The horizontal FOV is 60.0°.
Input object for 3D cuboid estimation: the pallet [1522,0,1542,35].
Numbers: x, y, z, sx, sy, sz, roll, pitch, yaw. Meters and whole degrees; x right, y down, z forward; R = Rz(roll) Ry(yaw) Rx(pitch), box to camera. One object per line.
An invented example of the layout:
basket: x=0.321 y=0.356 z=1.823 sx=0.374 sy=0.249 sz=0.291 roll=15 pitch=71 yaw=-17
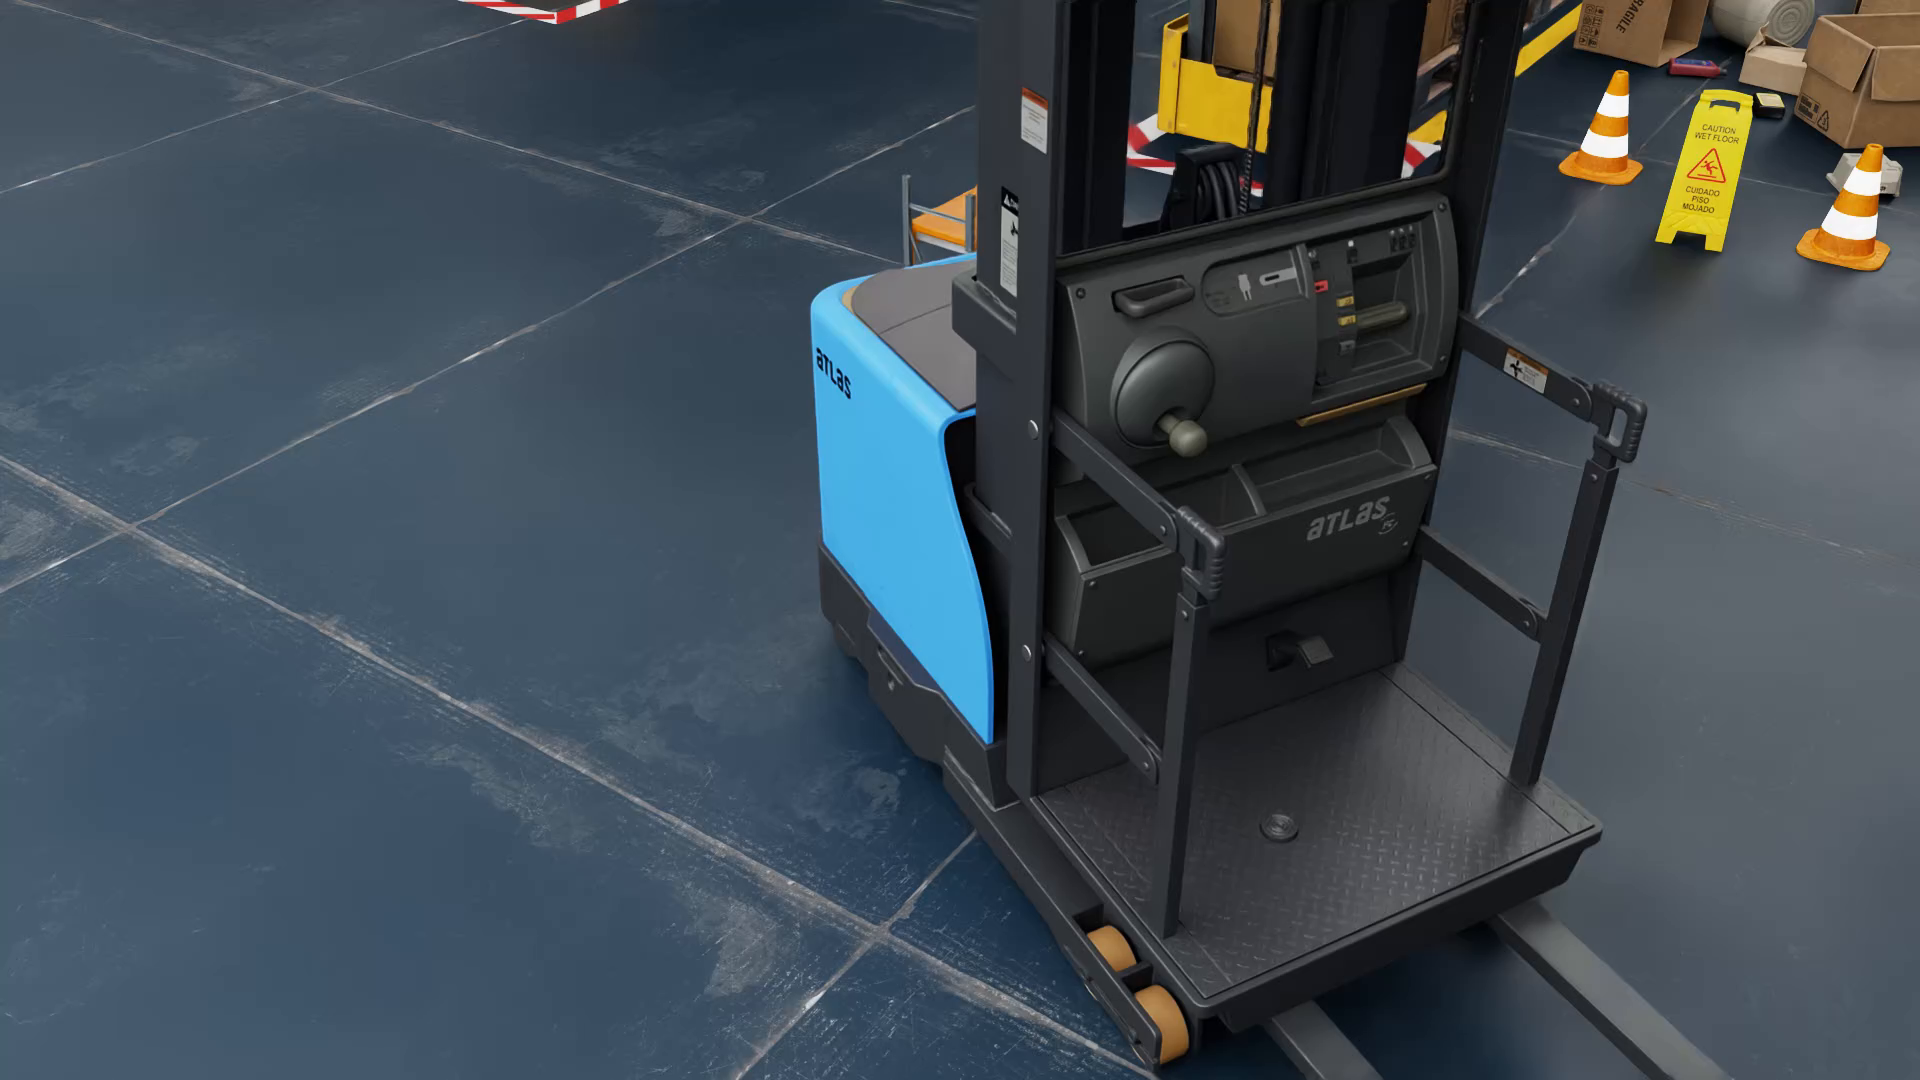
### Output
pallet: x=2.634 y=-2.995 z=9.490 sx=1.003 sy=0.211 sz=1.213 roll=21 pitch=39 yaw=28

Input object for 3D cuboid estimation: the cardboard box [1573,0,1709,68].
cardboard box: x=3.785 y=-2.962 z=9.182 sx=0.500 sy=0.500 sz=0.500 roll=29 pitch=44 yaw=36

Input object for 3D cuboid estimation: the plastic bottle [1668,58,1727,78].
plastic bottle: x=3.970 y=-2.538 z=8.949 sx=0.283 sy=0.061 sz=0.133 roll=8 pitch=35 yaw=12

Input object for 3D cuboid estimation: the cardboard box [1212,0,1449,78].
cardboard box: x=1.879 y=-2.825 z=8.271 sx=0.875 sy=0.875 sz=0.875 roll=21 pitch=40 yaw=28

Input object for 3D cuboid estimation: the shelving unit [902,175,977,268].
shelving unit: x=0.088 y=-0.580 z=5.036 sx=0.258 sy=1.200 sz=0.503 roll=23 pitch=40 yaw=30

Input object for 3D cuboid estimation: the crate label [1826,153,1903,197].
crate label: x=4.148 y=-1.667 z=7.593 sx=0.250 sy=0.136 sz=0.298 roll=3 pitch=34 yaw=4

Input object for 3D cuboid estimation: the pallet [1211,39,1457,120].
pallet: x=1.938 y=-2.436 z=8.663 sx=1.003 sy=0.211 sz=1.213 roll=21 pitch=39 yaw=28

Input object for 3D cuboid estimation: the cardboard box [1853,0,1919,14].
cardboard box: x=5.119 y=-2.735 z=8.725 sx=0.797 sy=0.637 sz=0.503 roll=21 pitch=39 yaw=28

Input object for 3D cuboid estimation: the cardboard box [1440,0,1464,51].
cardboard box: x=2.379 y=-3.231 z=8.871 sx=0.875 sy=0.875 sz=0.875 roll=21 pitch=39 yaw=27

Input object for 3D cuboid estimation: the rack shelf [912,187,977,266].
rack shelf: x=0.088 y=-0.905 z=4.816 sx=0.258 sy=0.148 sz=0.480 roll=23 pitch=40 yaw=30

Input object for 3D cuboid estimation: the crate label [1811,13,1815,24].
crate label: x=4.762 y=-3.033 z=9.613 sx=0.298 sy=0.136 sz=0.250 roll=-3 pitch=34 yaw=-4

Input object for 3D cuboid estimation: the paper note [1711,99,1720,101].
paper note: x=3.927 y=-2.289 z=8.626 sx=0.123 sy=0.001 sz=0.032 roll=-15 pitch=37 yaw=-21

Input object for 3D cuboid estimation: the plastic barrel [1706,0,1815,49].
plastic barrel: x=4.441 y=-2.960 z=9.248 sx=0.421 sy=0.421 sz=0.512 roll=-9 pitch=35 yaw=-13

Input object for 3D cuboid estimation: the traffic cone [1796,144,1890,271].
traffic cone: x=3.750 y=-1.421 z=6.937 sx=0.336 sy=0.463 sz=0.334 roll=21 pitch=39 yaw=28

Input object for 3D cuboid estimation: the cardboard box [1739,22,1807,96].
cardboard box: x=4.360 y=-2.527 z=8.750 sx=0.396 sy=0.266 sz=0.258 roll=29 pitch=44 yaw=36

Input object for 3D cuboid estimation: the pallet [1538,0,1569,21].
pallet: x=3.329 y=-3.559 z=10.324 sx=1.003 sy=0.211 sz=1.213 roll=21 pitch=39 yaw=28

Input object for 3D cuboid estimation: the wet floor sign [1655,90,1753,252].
wet floor sign: x=3.157 y=-1.577 z=7.006 sx=0.267 sy=0.644 sz=0.232 roll=14 pitch=37 yaw=20

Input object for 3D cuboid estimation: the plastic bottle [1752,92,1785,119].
plastic bottle: x=4.122 y=-2.230 z=8.493 sx=0.133 sy=0.061 sz=0.283 roll=8 pitch=35 yaw=12

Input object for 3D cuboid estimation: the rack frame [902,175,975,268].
rack frame: x=-0.060 y=-0.471 z=4.876 sx=0.240 sy=1.200 sz=0.015 roll=23 pitch=40 yaw=30

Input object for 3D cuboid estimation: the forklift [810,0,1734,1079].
forklift: x=0.729 y=-0.376 z=3.190 sx=1.130 sy=2.935 sz=3.031 roll=-16 pitch=37 yaw=-23

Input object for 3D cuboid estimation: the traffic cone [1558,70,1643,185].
traffic cone: x=3.016 y=-1.938 z=7.703 sx=0.336 sy=0.463 sz=0.334 roll=21 pitch=39 yaw=28

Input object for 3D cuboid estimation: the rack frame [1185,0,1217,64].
rack frame: x=1.547 y=-3.198 z=7.301 sx=1.000 sy=3.000 sz=0.127 roll=21 pitch=39 yaw=28

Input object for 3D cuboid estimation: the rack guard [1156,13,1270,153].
rack guard: x=1.533 y=-2.151 z=7.985 sx=1.175 sy=0.500 sz=0.348 roll=21 pitch=39 yaw=28

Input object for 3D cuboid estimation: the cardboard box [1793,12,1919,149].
cardboard box: x=4.592 y=-2.246 z=8.122 sx=0.797 sy=0.503 sz=0.637 roll=-3 pitch=34 yaw=-4
